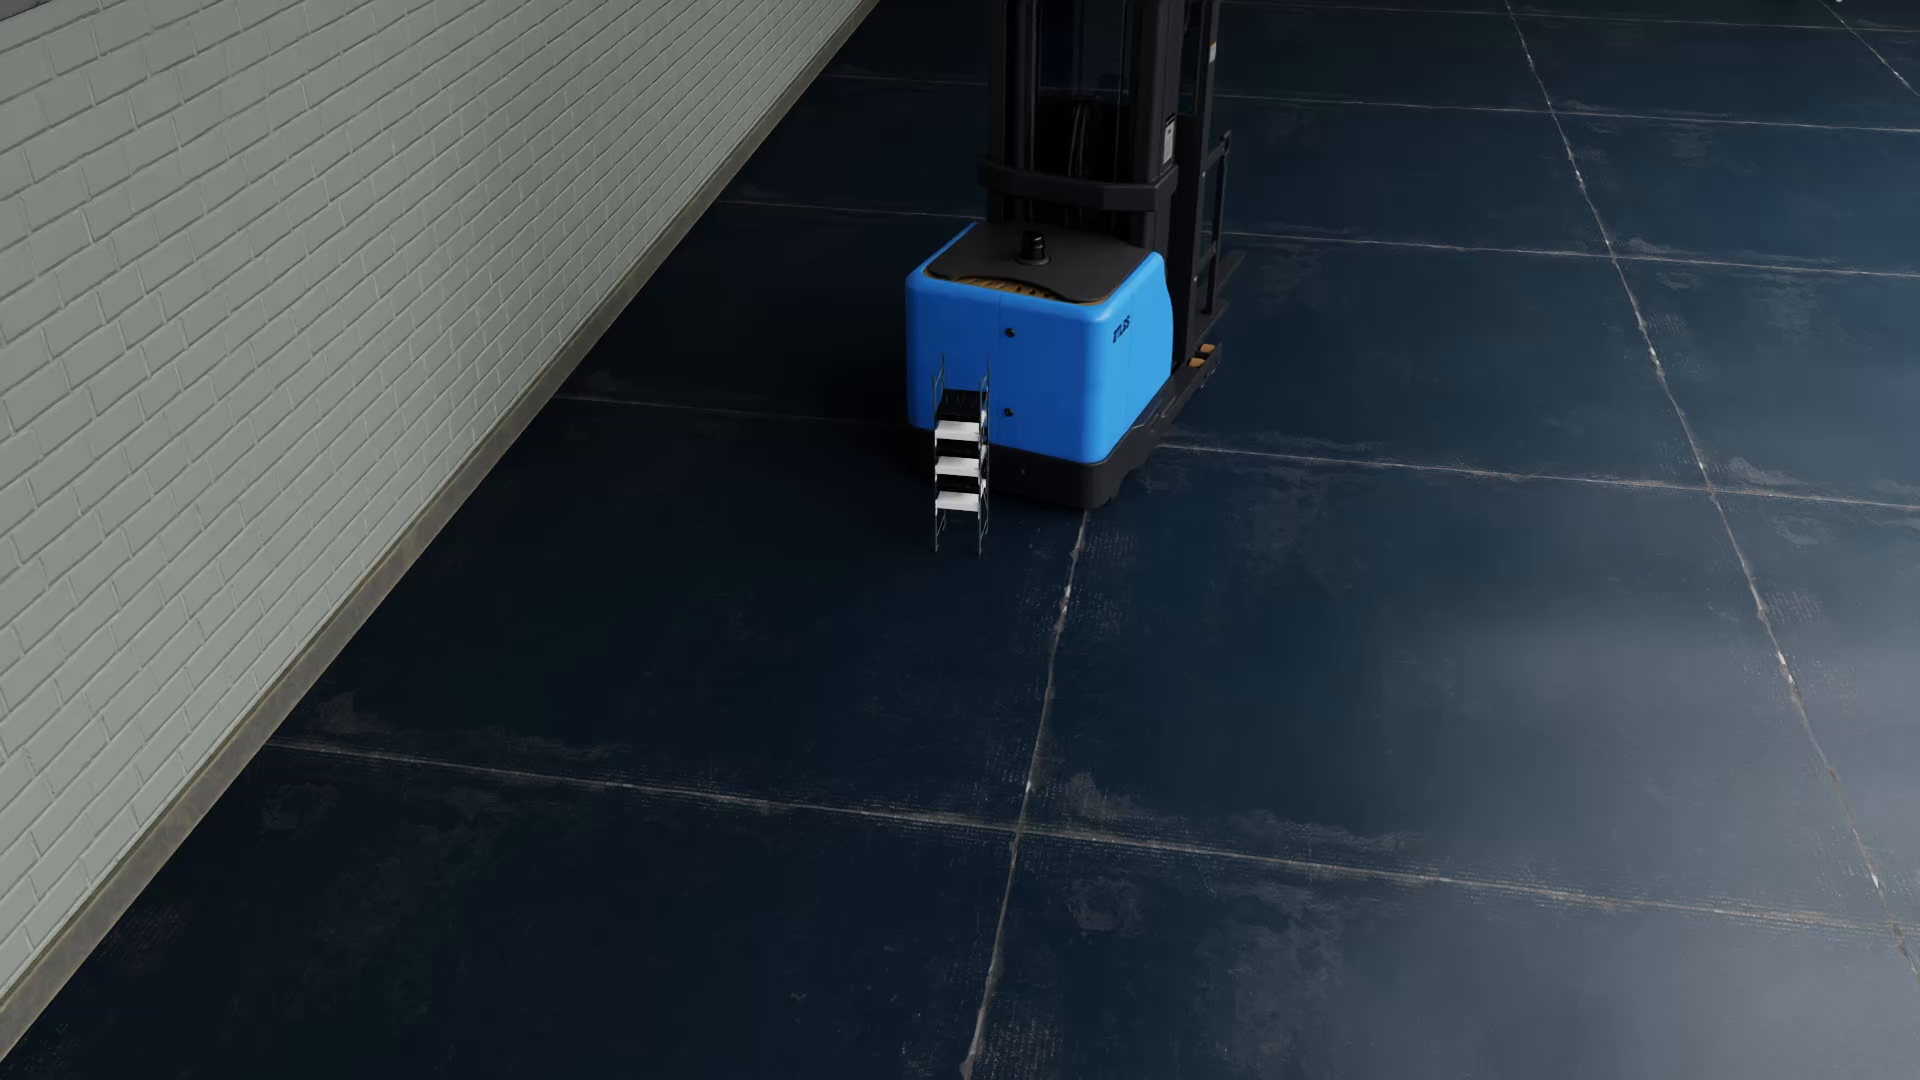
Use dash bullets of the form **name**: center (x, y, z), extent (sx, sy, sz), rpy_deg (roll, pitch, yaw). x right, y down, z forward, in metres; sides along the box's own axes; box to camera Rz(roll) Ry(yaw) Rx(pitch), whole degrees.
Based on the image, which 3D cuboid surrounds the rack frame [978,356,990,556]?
- **rack frame**: center (0.108, -0.372, 7.496), extent (0.006, 0.900, 0.240), rpy_deg (5, 32, 8)

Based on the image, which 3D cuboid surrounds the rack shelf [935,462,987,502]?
- **rack shelf**: center (0.008, -0.276, 7.576), extent (0.200, 0.077, 0.258), rpy_deg (5, 32, 8)

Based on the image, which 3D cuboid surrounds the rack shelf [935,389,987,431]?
- **rack shelf**: center (0.008, -0.581, 7.384), extent (0.200, 0.077, 0.258), rpy_deg (5, 32, 8)

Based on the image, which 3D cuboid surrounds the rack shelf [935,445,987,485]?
- **rack shelf**: center (0.008, -0.352, 7.528), extent (0.200, 0.077, 0.258), rpy_deg (5, 32, 8)

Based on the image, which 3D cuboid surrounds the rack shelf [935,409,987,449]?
- **rack shelf**: center (0.008, -0.505, 7.432), extent (0.200, 0.077, 0.258), rpy_deg (5, 32, 8)

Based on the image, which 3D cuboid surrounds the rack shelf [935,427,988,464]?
- **rack shelf**: center (0.008, -0.429, 7.480), extent (0.200, 0.077, 0.258), rpy_deg (5, 32, 8)

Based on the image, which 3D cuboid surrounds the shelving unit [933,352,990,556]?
- **shelving unit**: center (0.008, -0.381, 7.510), extent (0.210, 0.900, 0.258), rpy_deg (5, 32, 8)

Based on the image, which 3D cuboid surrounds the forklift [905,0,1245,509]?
- **forklift**: center (0.801, -2.155, 8.430), extent (1.130, 2.935, 3.031), rpy_deg (14, 35, 21)

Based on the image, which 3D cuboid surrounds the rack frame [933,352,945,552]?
- **rack frame**: center (-0.092, -0.390, 7.525), extent (0.006, 0.900, 0.240), rpy_deg (5, 32, 8)

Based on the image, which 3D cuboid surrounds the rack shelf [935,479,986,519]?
- **rack shelf**: center (0.008, -0.200, 7.623), extent (0.200, 0.077, 0.258), rpy_deg (5, 32, 8)
